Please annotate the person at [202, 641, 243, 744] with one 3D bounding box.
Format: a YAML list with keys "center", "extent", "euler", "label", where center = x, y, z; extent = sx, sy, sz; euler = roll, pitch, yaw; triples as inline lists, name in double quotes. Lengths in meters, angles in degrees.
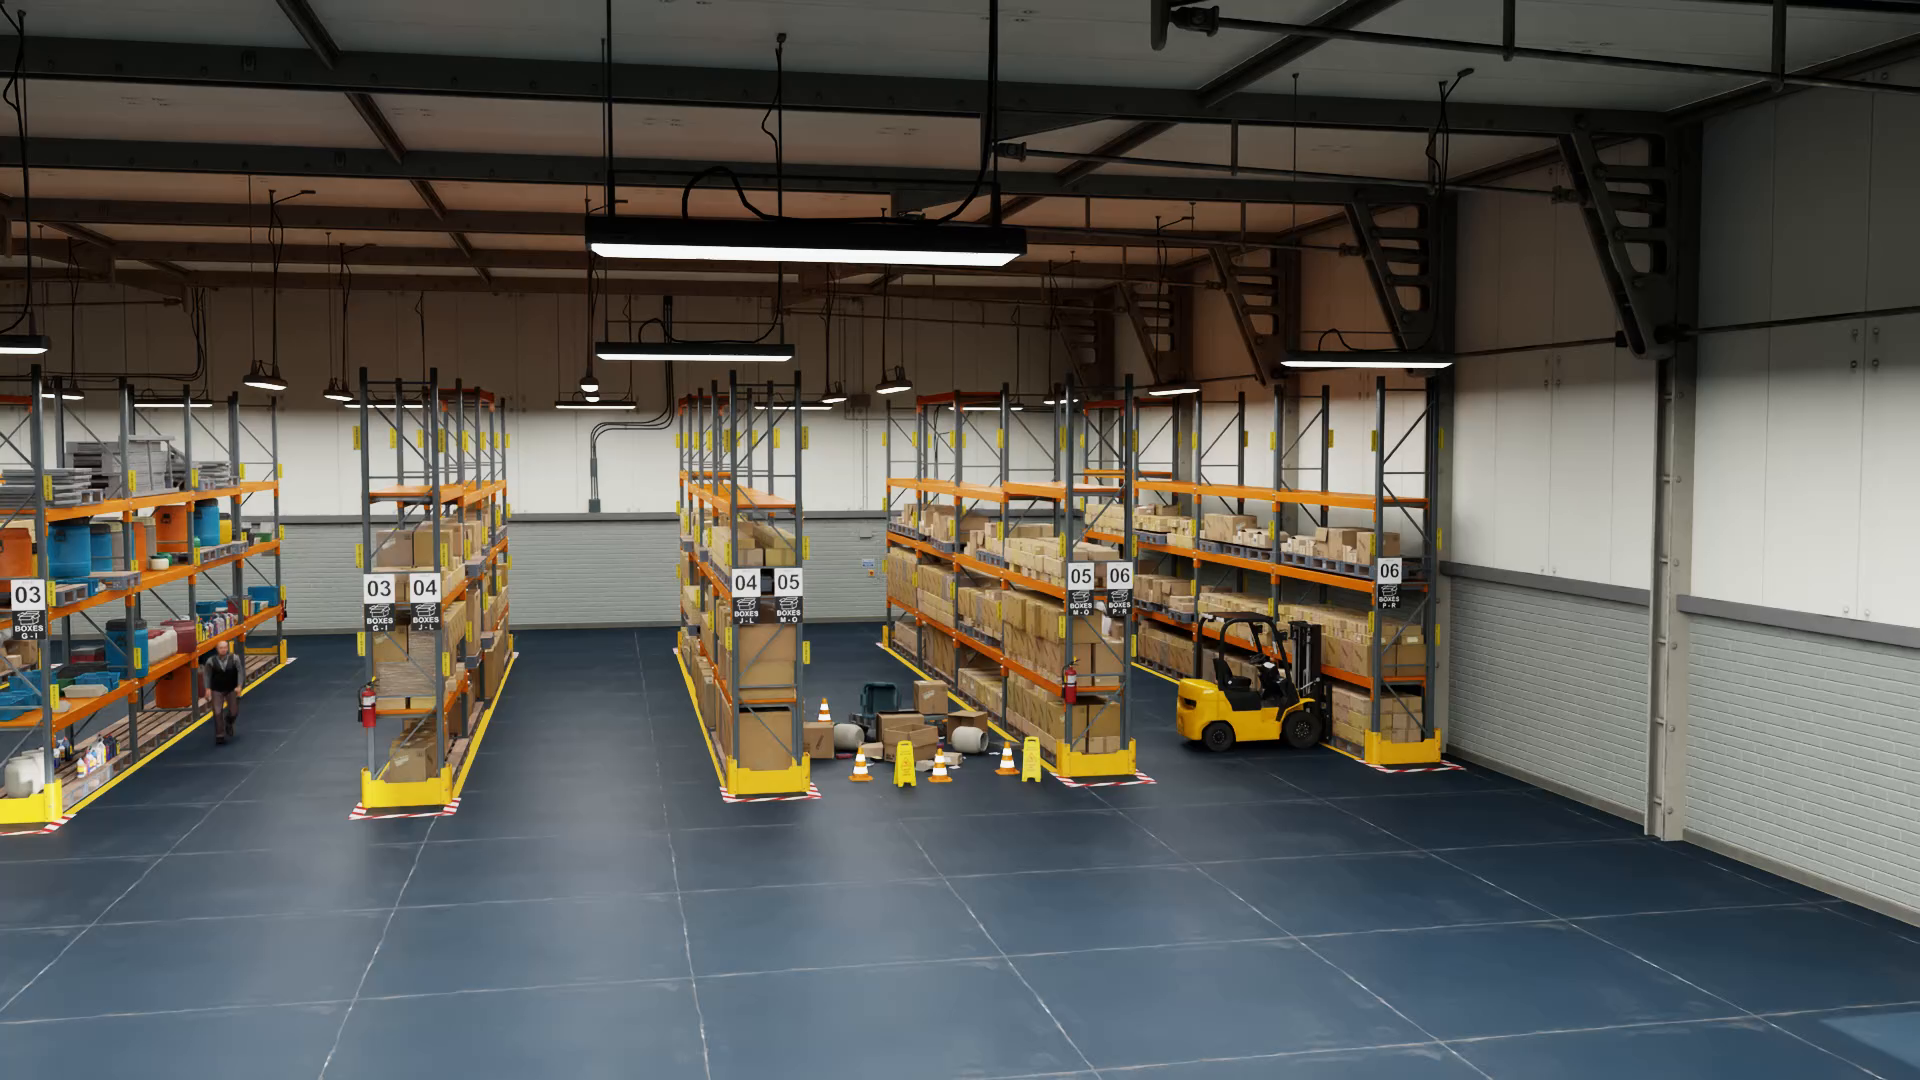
- center: [-12.267, 2.512, 27.687]
  extent: [0.622, 1.704, 0.638]
  euler: [-2, 4, -26]
  label: "person"

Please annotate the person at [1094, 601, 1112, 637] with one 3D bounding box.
- center: [2.694, 2.026, 32.051]
  extent: [0.553, 1.698, 0.636]
  euler: [-1, 4, -21]
  label: "person"

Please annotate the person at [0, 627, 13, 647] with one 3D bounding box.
- center: [-22.044, 1.829, 38.291]
  extent: [0.483, 1.768, 0.572]
  euler: [-1, 4, -18]
  label: "person"
